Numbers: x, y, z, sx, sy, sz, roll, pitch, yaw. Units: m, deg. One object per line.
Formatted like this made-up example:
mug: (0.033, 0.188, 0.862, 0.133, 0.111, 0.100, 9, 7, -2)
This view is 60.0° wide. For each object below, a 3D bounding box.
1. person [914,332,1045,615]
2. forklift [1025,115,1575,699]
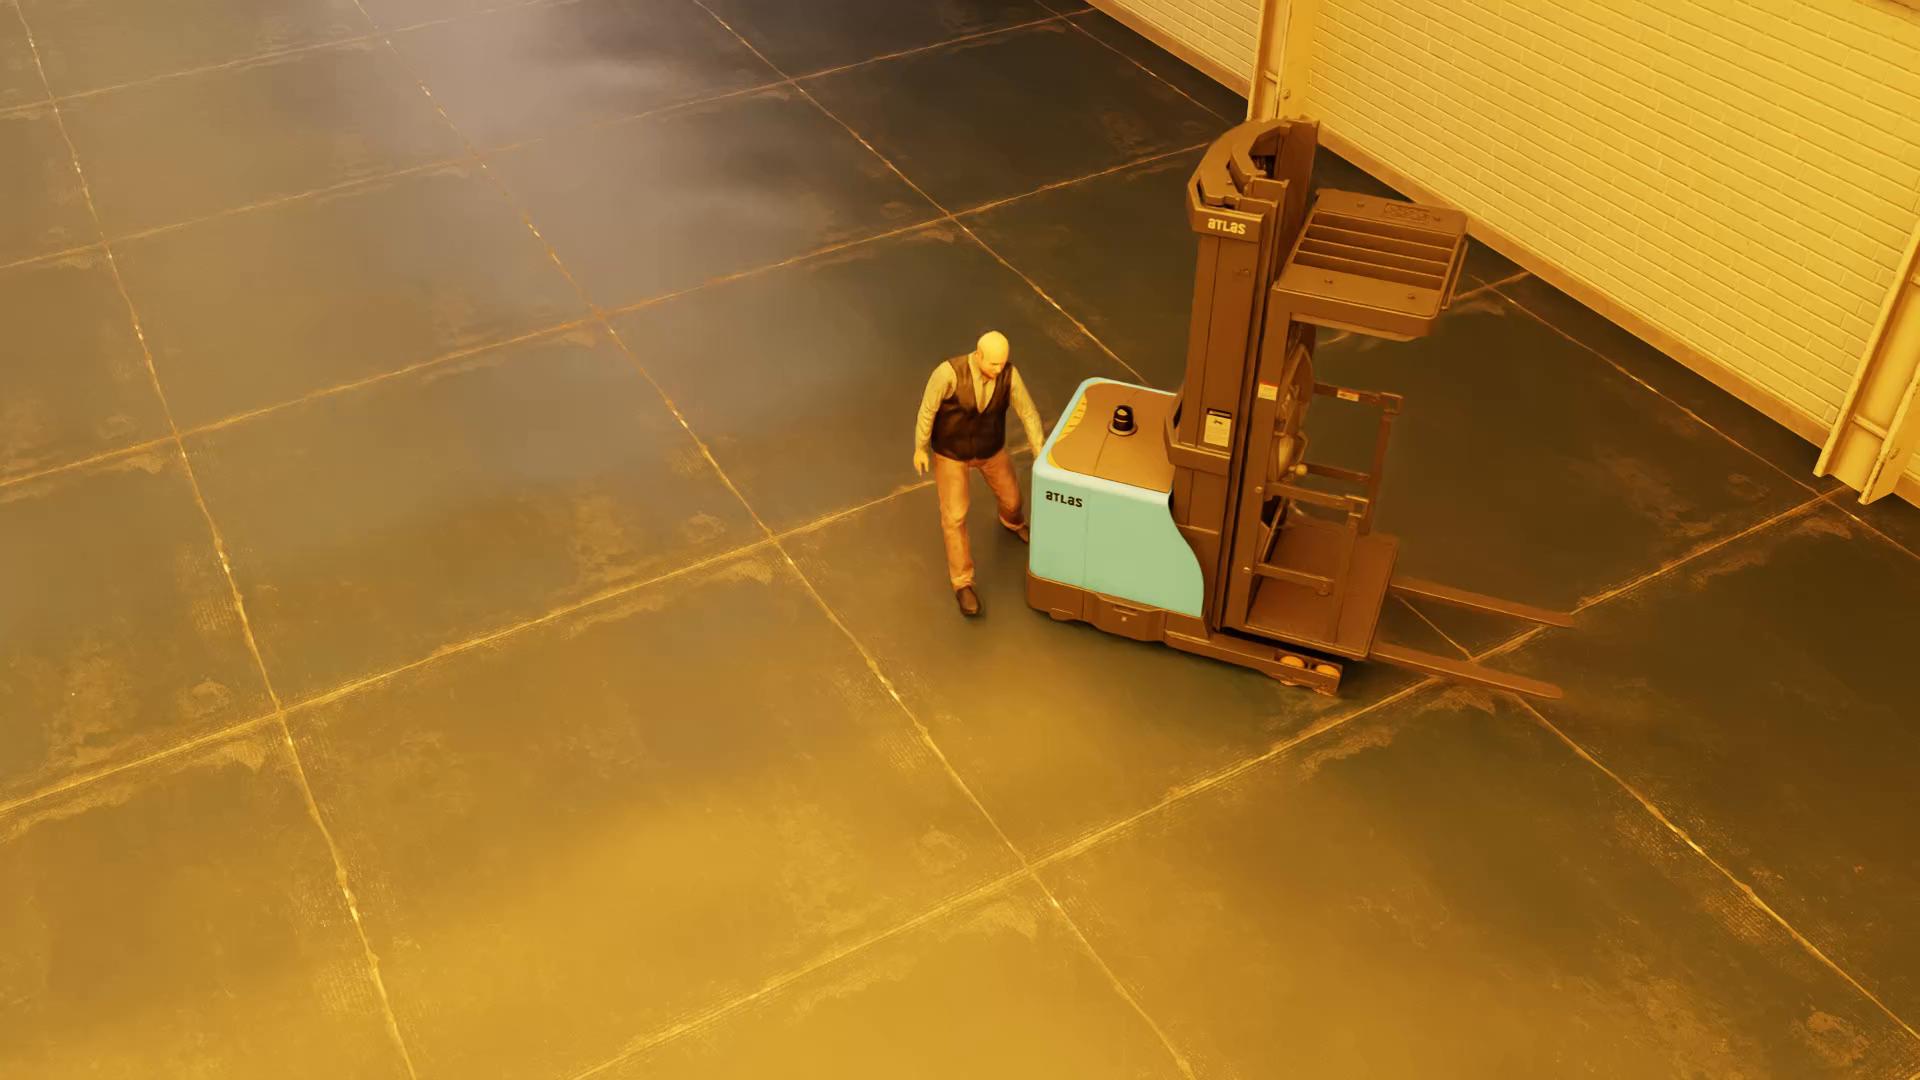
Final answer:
person: (0.168, -0.409, 9.588, 0.810, 1.653, 0.889, -9, 40, -10)
forklift: (1.956, -0.653, 8.823, 3.031, 2.935, 1.130, 14, 42, 16)
